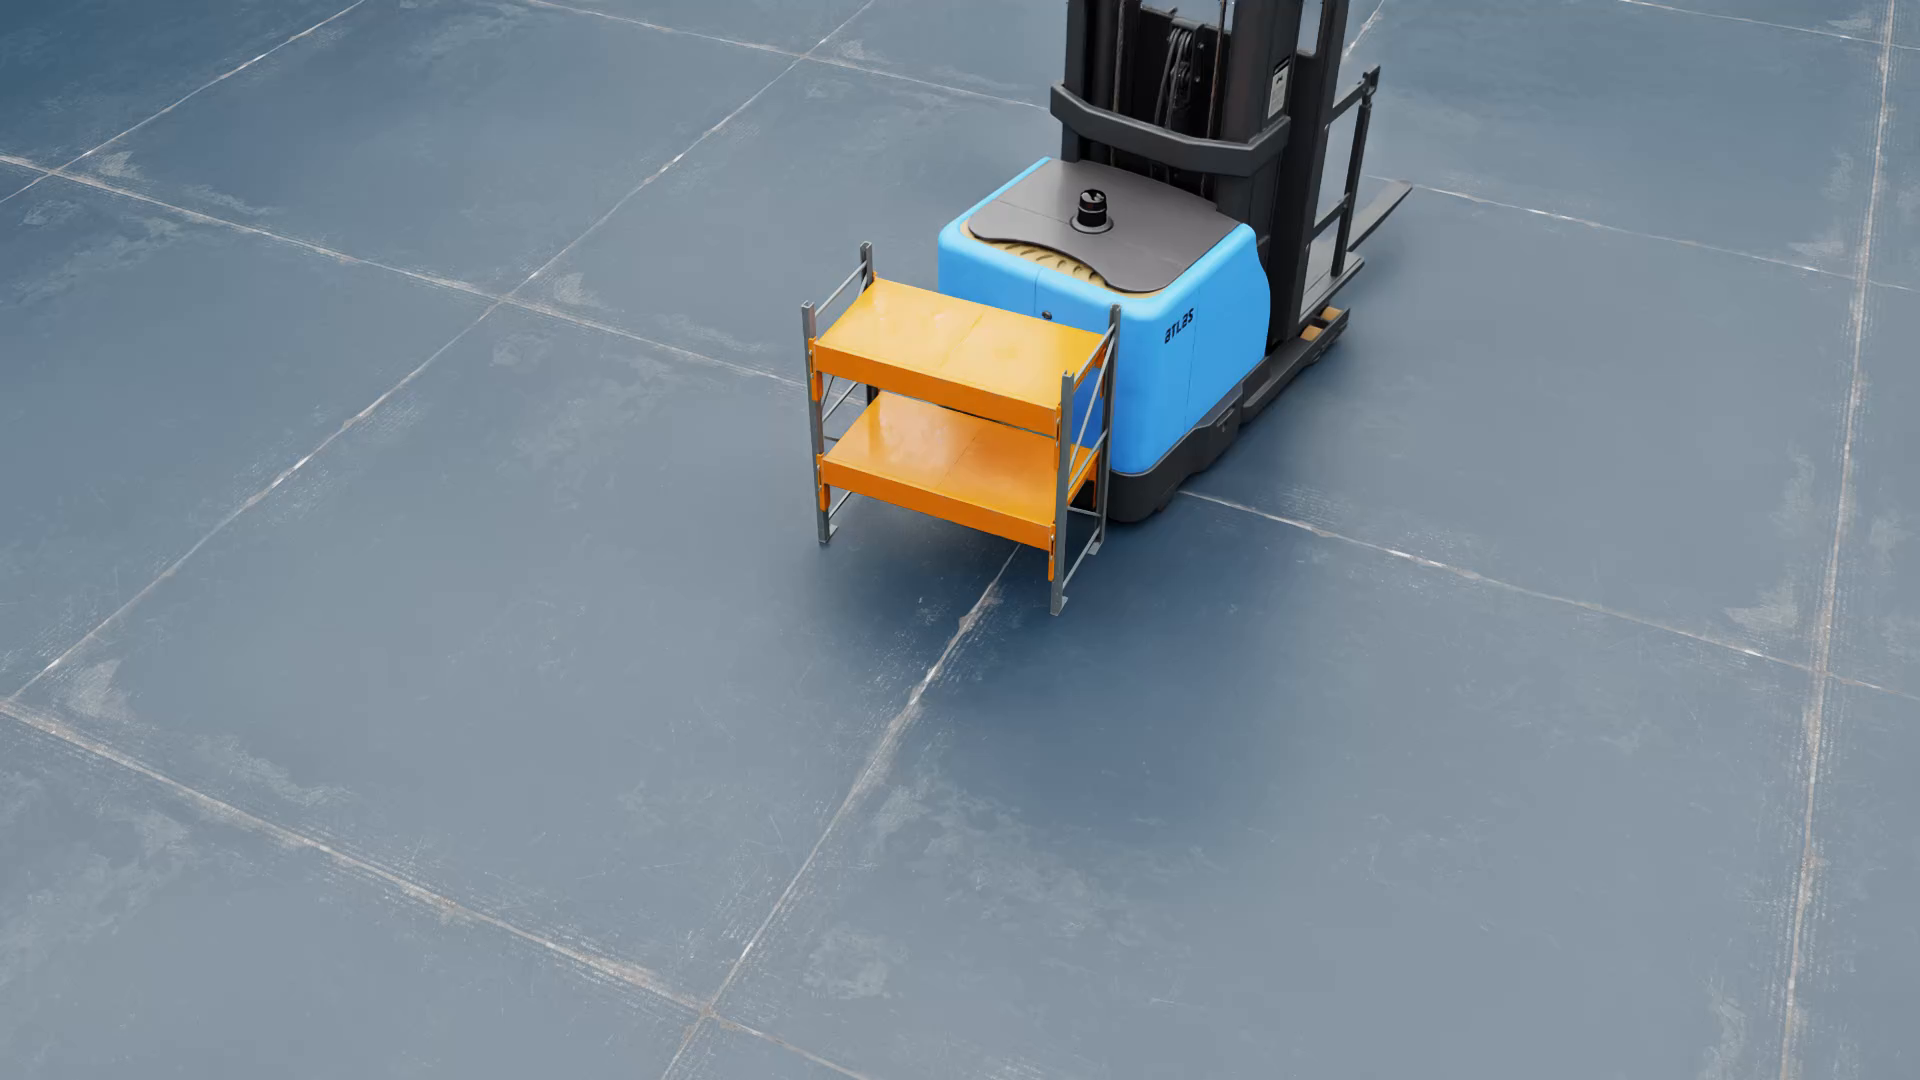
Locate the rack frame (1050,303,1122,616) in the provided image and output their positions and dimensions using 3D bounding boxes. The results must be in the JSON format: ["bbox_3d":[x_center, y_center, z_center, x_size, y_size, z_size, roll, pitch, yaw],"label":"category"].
[{"bbox_3d":[0.467,-0.282,6.217,0.032,1.125,0.500,17,44,19],"label":"rack frame"}]

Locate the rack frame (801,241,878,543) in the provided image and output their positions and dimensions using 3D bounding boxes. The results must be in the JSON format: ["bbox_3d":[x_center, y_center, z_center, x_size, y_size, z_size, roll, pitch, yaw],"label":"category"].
[{"bbox_3d":[-0.455,-0.564,6.542,0.032,1.125,0.500,17,44,19],"label":"rack frame"}]

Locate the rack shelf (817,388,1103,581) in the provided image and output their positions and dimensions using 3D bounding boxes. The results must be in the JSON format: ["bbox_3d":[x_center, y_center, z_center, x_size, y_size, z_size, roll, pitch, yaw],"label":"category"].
[{"bbox_3d":[0.006,-0.238,6.540,1.000,0.278,0.538,17,44,19],"label":"rack shelf"}]

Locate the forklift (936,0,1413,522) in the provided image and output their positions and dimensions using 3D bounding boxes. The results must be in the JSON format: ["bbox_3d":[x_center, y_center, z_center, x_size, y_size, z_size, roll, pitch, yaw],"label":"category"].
[{"bbox_3d":[1.167,-2.101,6.936,1.130,2.935,3.031,25,47,26],"label":"forklift"}]

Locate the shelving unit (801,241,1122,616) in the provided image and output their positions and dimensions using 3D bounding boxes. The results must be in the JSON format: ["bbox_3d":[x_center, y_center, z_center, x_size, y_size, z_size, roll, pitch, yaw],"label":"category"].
[{"bbox_3d":[0.006,-0.423,6.379,1.048,1.125,0.538,17,44,19],"label":"shelving unit"}]

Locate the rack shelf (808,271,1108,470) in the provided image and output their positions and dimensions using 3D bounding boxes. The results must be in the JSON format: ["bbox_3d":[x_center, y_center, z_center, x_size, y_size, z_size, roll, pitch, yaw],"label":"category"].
[{"bbox_3d":[0.006,-0.644,6.188,1.000,0.278,0.538,17,44,19],"label":"rack shelf"}]
